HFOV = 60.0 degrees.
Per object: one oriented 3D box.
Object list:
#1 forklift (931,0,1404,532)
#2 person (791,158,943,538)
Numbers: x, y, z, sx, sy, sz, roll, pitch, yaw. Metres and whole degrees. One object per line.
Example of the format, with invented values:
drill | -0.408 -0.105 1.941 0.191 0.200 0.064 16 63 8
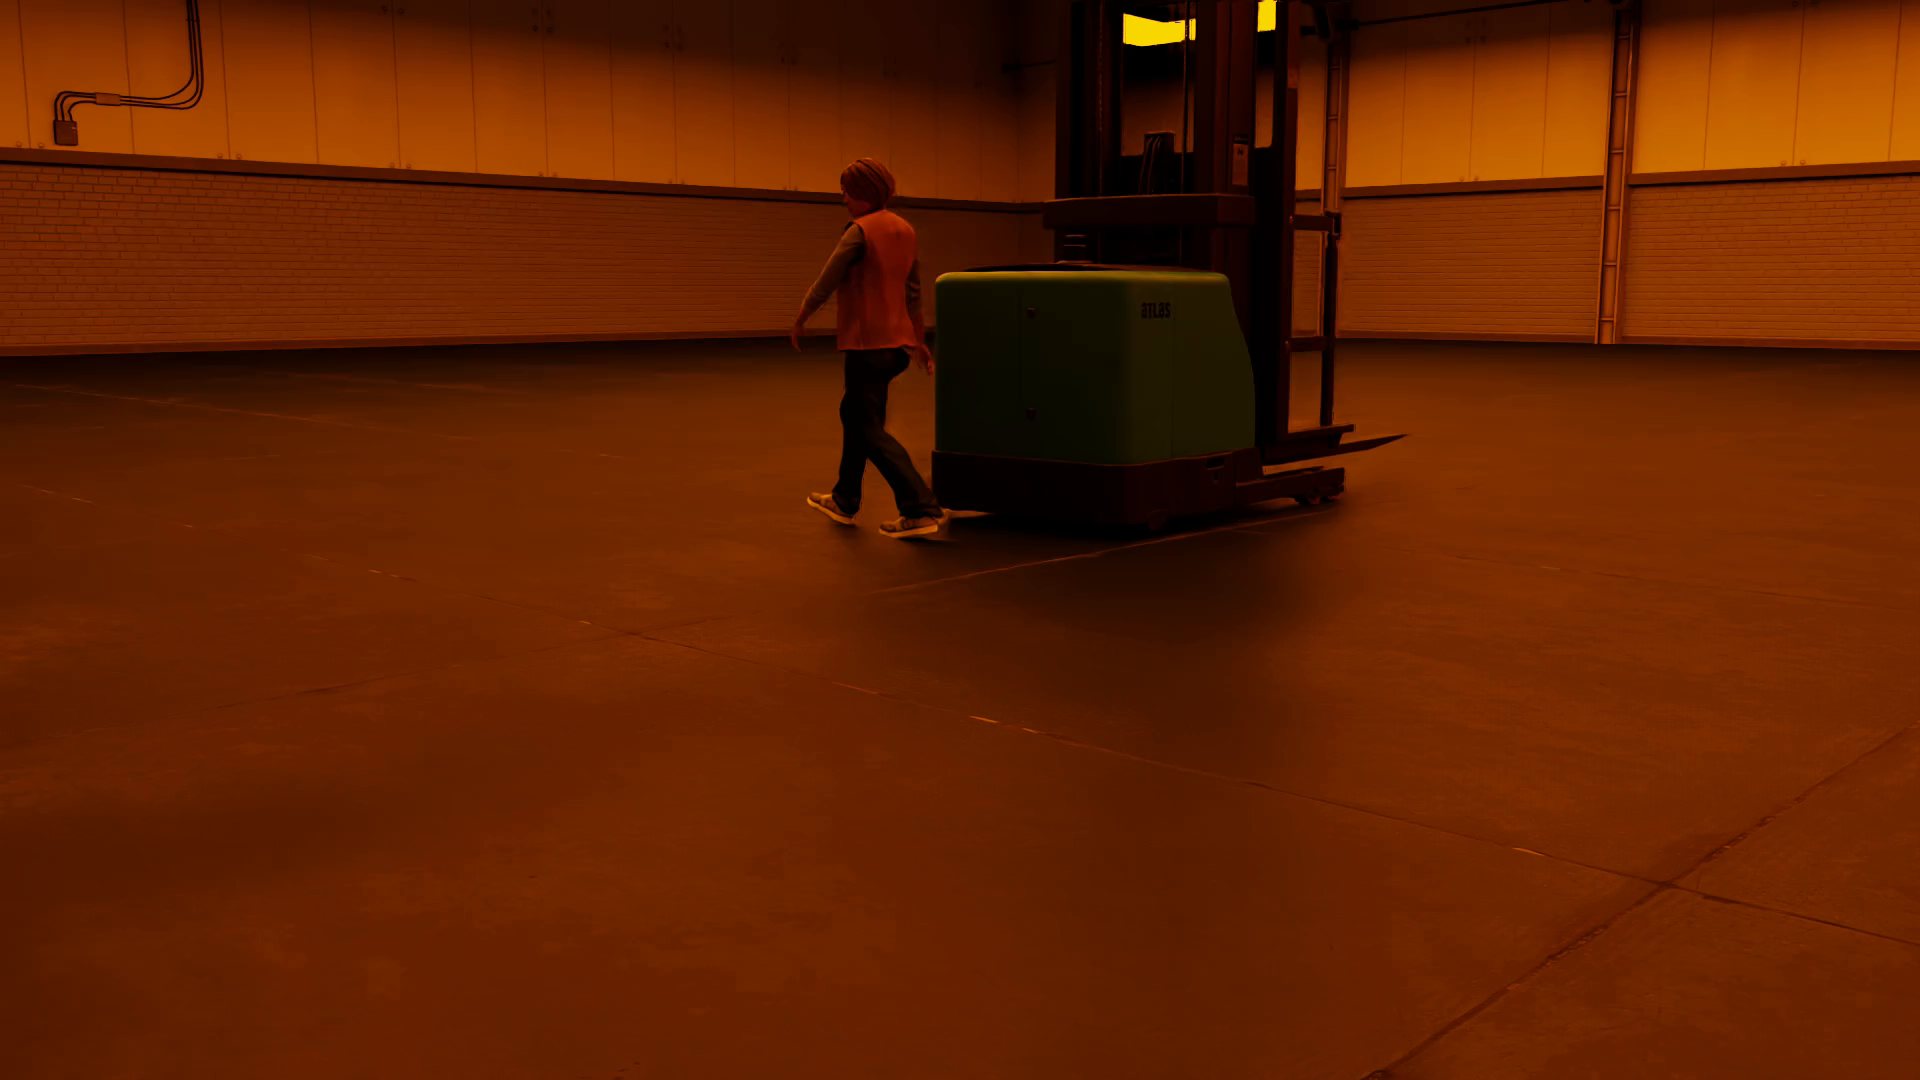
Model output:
forklift | 1.194 -1.655 7.863 1.130 2.935 3.031 7 11 39
person | -0.366 -0.798 6.914 0.823 1.522 0.544 5 10 28
